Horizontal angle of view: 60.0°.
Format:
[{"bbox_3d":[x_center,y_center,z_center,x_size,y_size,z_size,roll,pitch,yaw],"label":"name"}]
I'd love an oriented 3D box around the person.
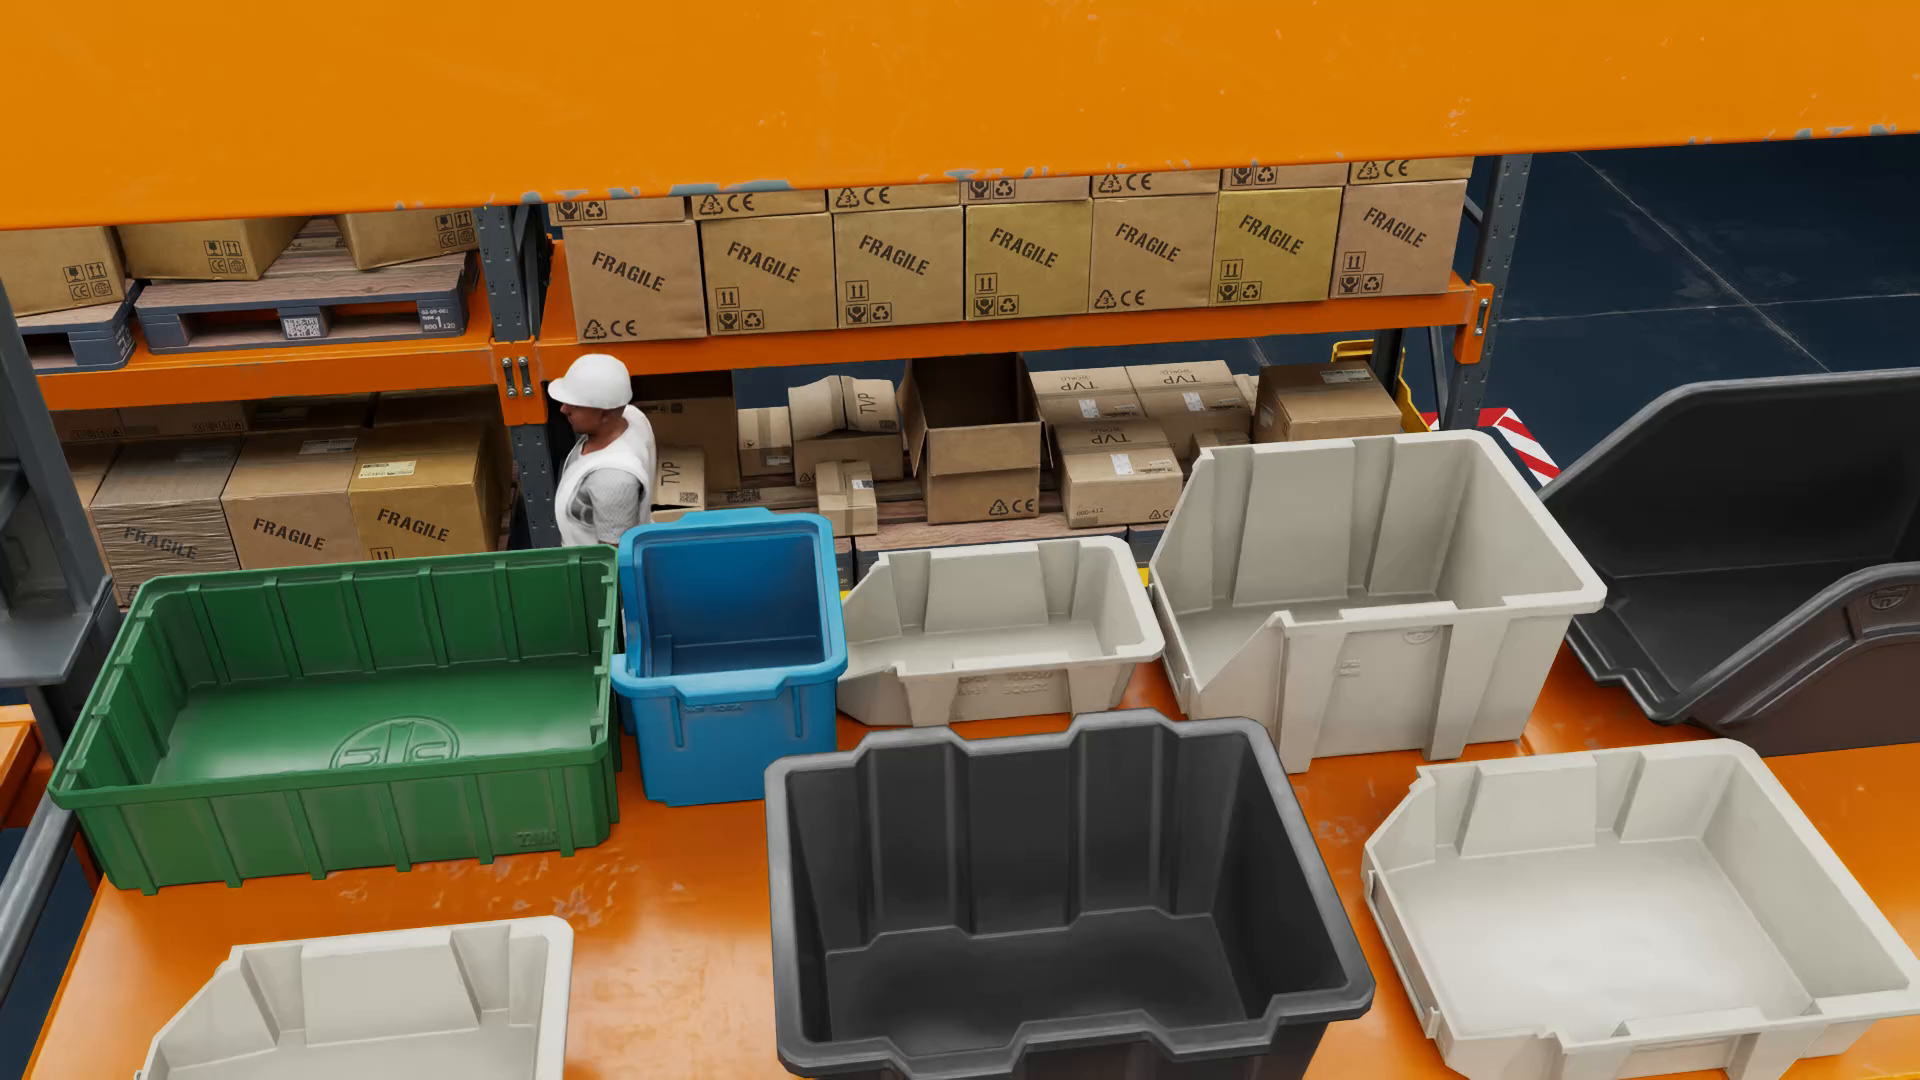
[{"bbox_3d":[-1.223,0.139,5.927,0.366,1.792,0.548,-4,35,-5],"label":"person"}]
